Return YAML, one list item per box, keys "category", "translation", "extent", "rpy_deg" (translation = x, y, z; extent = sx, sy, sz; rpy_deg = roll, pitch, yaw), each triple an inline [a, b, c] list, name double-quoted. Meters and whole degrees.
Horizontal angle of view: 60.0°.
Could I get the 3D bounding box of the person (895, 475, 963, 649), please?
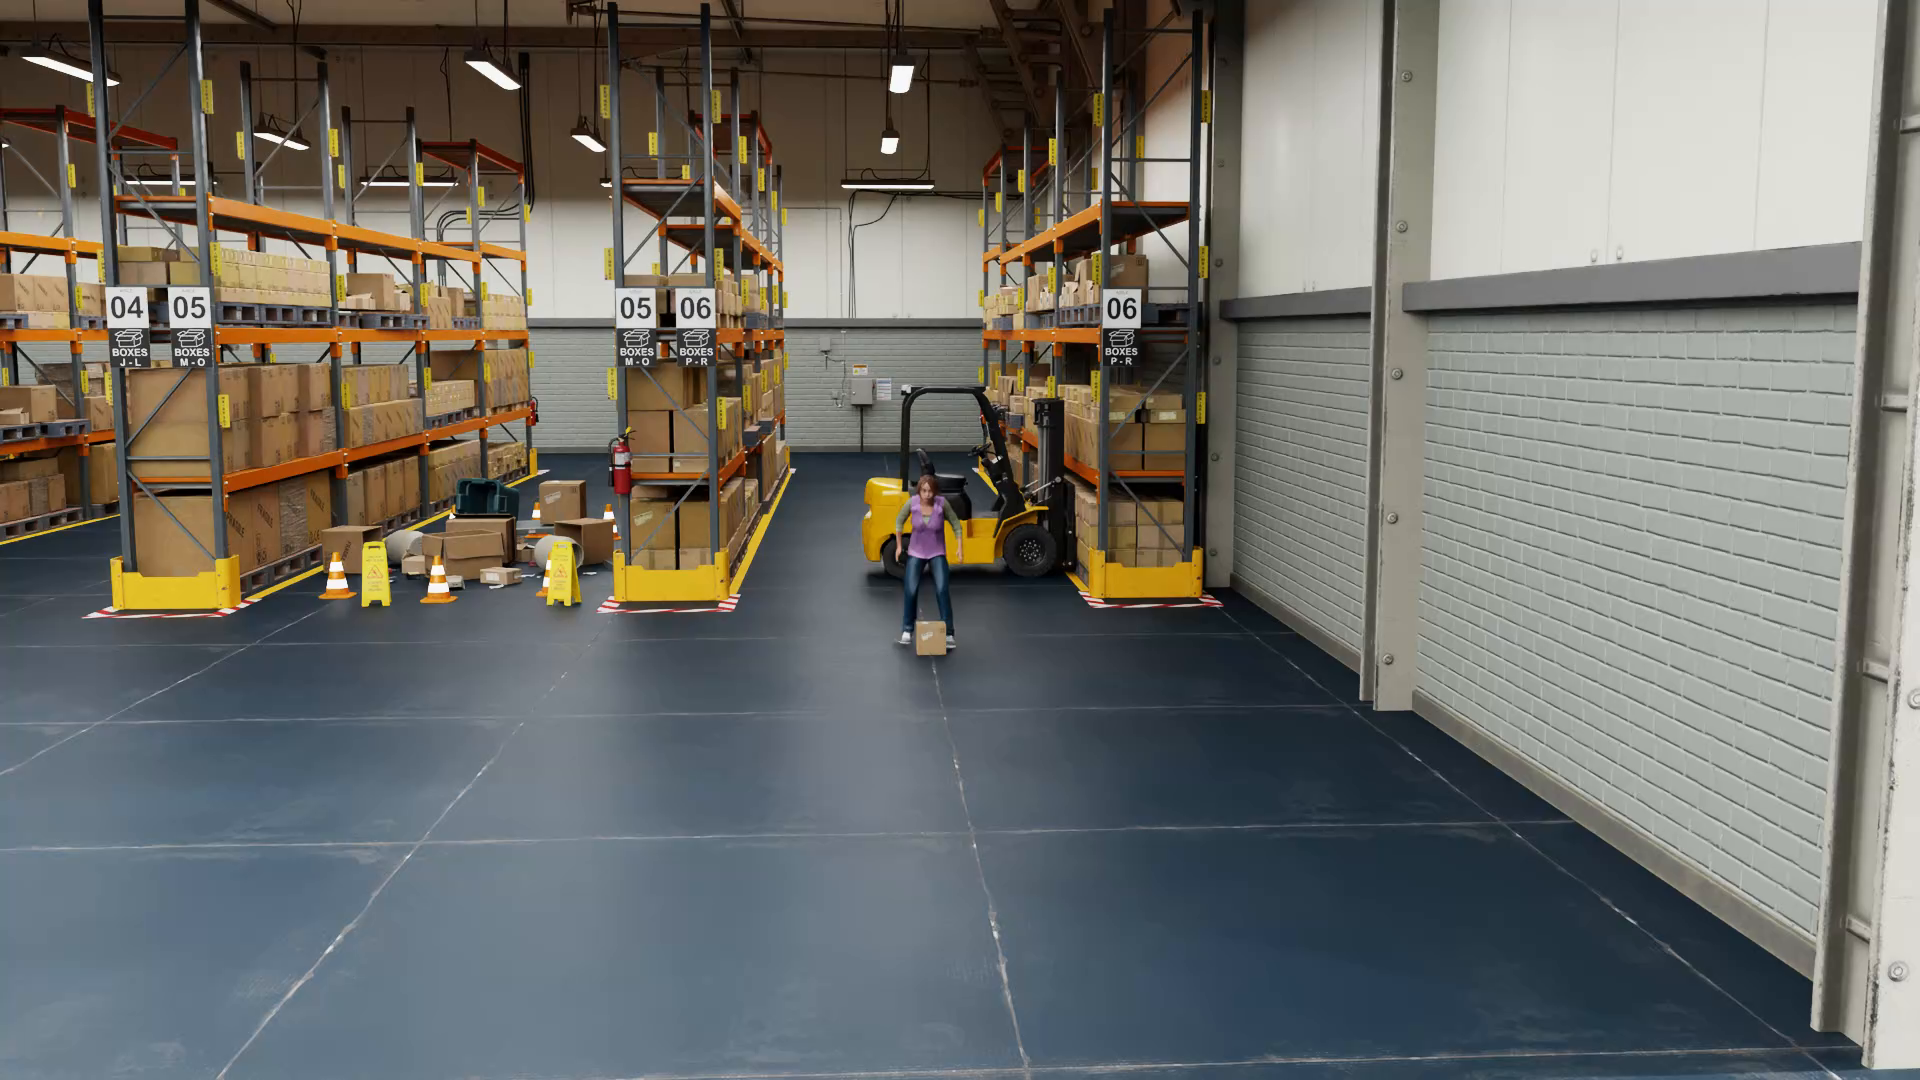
- category: "person"
  translation: [-0.275, 0.188, 14.680]
  extent: [0.611, 1.536, 0.586]
  rpy_deg: [0, 7, 2]
